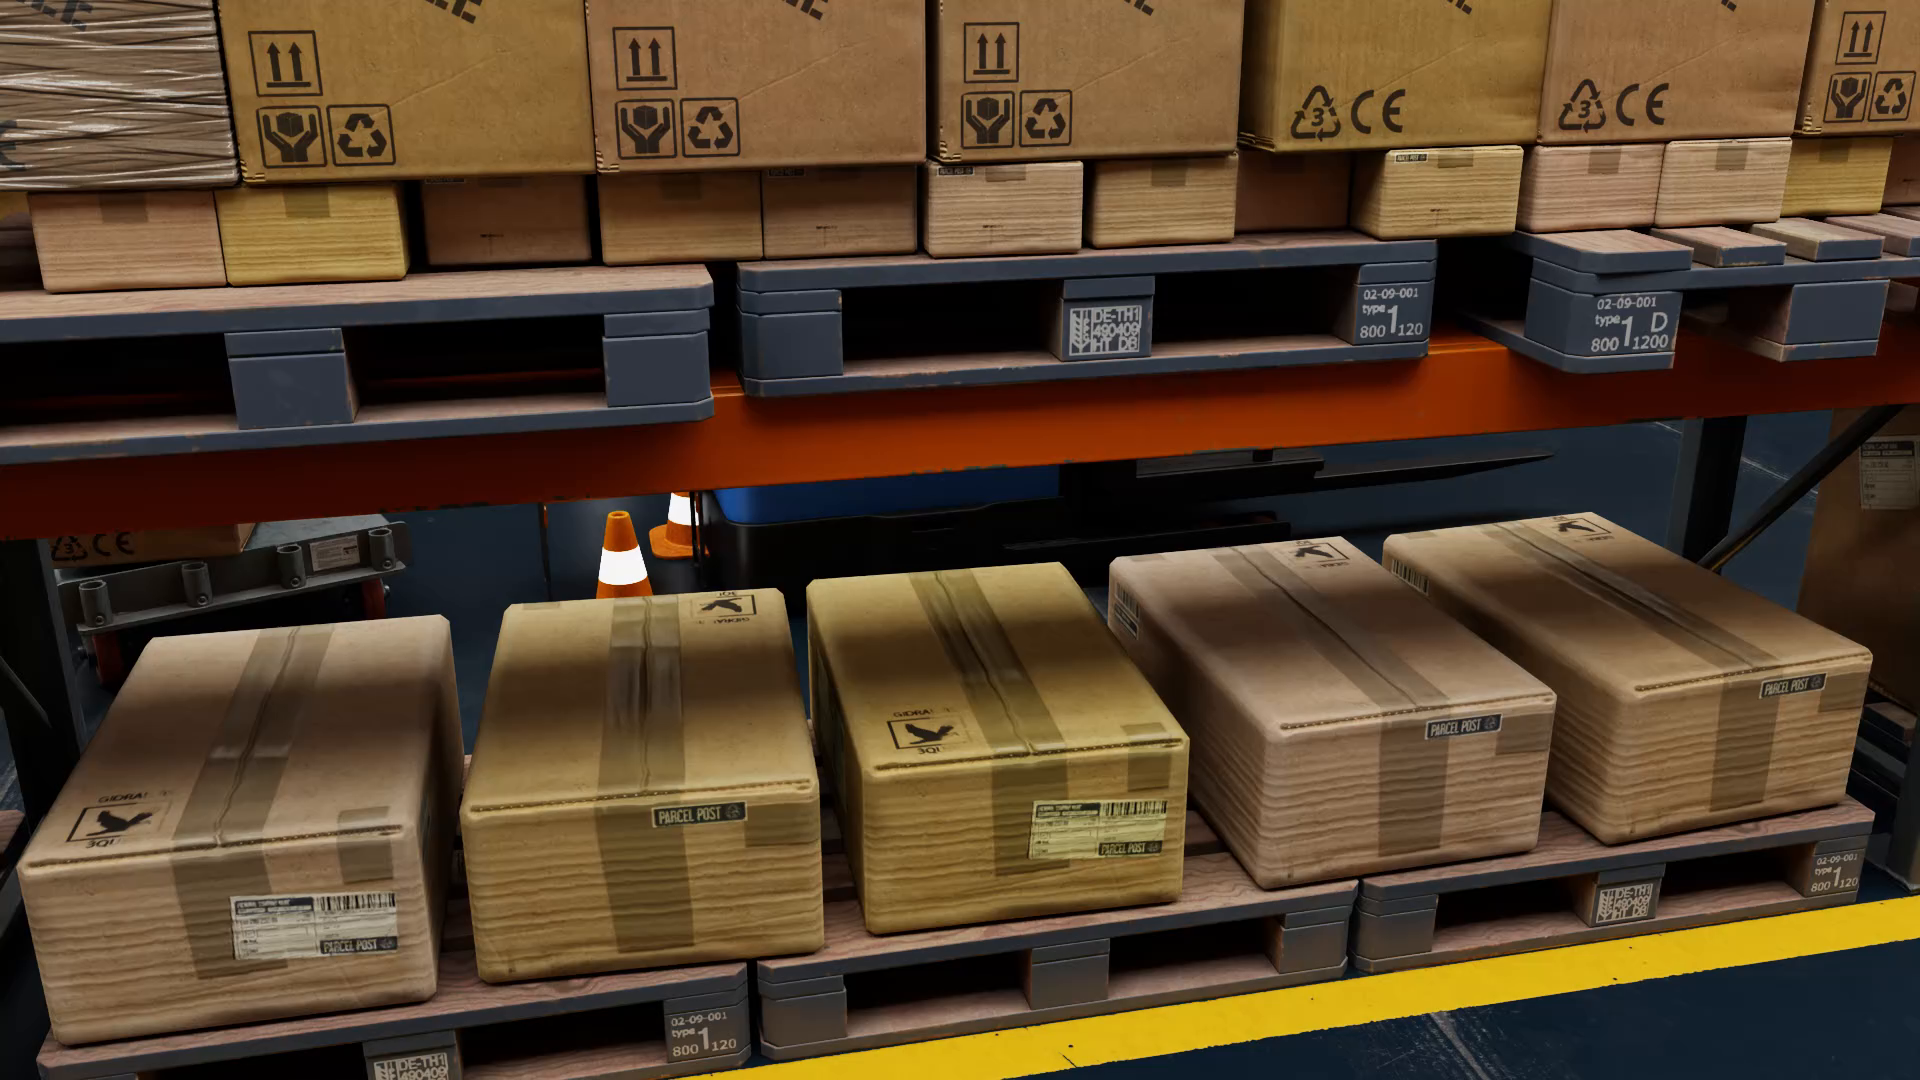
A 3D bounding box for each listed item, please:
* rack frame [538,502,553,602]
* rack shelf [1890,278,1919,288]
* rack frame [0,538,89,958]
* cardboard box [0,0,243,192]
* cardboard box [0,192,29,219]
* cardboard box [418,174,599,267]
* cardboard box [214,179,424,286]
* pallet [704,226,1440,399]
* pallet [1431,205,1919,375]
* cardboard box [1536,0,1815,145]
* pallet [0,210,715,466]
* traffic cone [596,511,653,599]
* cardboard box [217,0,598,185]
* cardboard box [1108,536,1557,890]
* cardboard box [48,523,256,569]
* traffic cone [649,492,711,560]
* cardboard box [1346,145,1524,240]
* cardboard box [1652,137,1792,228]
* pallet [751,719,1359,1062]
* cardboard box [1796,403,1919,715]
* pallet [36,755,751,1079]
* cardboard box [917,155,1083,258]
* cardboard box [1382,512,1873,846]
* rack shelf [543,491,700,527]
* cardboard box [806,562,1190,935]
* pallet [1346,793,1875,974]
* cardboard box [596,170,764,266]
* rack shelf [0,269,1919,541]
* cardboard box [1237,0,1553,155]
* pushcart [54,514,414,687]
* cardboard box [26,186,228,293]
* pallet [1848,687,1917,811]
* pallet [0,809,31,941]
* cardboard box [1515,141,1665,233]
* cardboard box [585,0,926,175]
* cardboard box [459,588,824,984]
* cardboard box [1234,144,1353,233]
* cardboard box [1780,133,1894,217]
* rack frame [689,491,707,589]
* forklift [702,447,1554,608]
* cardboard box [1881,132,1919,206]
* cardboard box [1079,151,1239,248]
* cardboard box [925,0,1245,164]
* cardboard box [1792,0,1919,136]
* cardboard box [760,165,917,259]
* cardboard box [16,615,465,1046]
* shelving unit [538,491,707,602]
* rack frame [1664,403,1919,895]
[{"bbox_3d":[-1.328,-0.400,5.162,0.015,1.200,0.240,-6,21,-15],"label":"rack frame"},{"bbox_3d":[3.992,-0.616,4.182,4.000,0.370,1.077,-5,21,-12],"label":"rack shelf"},{"bbox_3d":[-1.847,-0.479,2.762,0.127,3.000,1.000,-5,21,-12],"label":"rack frame"},{"bbox_3d":[-1.324,-0.804,2.461,0.500,0.500,0.500,-4,21,-11],"label":"cardboard box"},{"bbox_3d":[-3.712,-1.301,7.485,0.875,0.875,0.875,-4,21,-12],"label":"cardboard box"},{"bbox_3d":[-0.733,-0.561,2.741,0.250,0.149,0.380,-3,20,-9],"label":"cardboard box"},{"bbox_3d":[-0.991,-0.513,2.610,0.250,0.149,0.380,-4,21,-11],"label":"cardboard box"},{"bbox_3d":[0.129,-0.536,3.194,1.213,0.211,1.003,-5,21,-12],"label":"pallet"},{"bbox_3d":[1.377,-0.614,3.408,1.003,0.211,1.213,-5,21,-12],"label":"pallet"},{"bbox_3d":[1.167,-1.006,3.012,0.500,0.500,0.500,-5,21,-13],"label":"cardboard box"},{"bbox_3d":[-1.069,-0.401,2.828,1.213,0.211,1.003,-5,21,-12],"label":"pallet"},{"bbox_3d":[-0.962,0.145,4.746,0.334,0.463,0.336,-5,21,-12],"label":"traffic cone"},{"bbox_3d":[-0.837,-0.844,2.570,0.500,0.500,0.500,-5,21,-12],"label":"cardboard box"},{"bbox_3d":[0.778,0.343,3.727,0.625,0.372,0.950,-5,21,-14],"label":"cardboard box"},{"bbox_3d":[-2.285,-0.255,4.682,0.500,0.500,0.500,-5,21,-12],"label":"cardboard box"},{"bbox_3d":[-0.910,-0.213,5.722,0.334,0.463,0.336,-5,21,-12],"label":"traffic cone"},{"bbox_3d":[0.791,-0.646,2.973,0.250,0.149,0.380,-4,21,-12],"label":"cardboard box"},{"bbox_3d":[1.302,-0.690,3.092,0.250,0.149,0.380,-5,21,-13],"label":"cardboard box"},{"bbox_3d":[0.100,0.670,3.678,1.213,0.211,1.003,-5,21,-12],"label":"pallet"},{"bbox_3d":[2.737,-0.022,3.993,0.875,0.875,0.875,-5,21,-13],"label":"cardboard box"},{"bbox_3d":[-1.089,0.768,3.412,1.213,0.211,1.003,-5,21,-12],"label":"pallet"},{"bbox_3d":[0.039,-0.590,2.820,0.250,0.149,0.380,-4,20,-10],"label":"cardboard box"},{"bbox_3d":[1.494,0.282,3.893,0.625,0.372,0.950,-6,21,-16],"label":"cardboard box"},{"bbox_3d":[-1.093,-0.173,5.316,0.480,0.148,0.258,-6,21,-15],"label":"rack shelf"},{"bbox_3d":[0.038,0.401,3.568,0.625,0.372,0.950,-4,20,-11],"label":"cardboard box"},{"bbox_3d":[1.285,0.575,3.939,1.213,0.211,1.003,-5,21,-12],"label":"pallet"},{"bbox_3d":[-0.473,-0.568,2.758,0.250,0.149,0.380,-4,21,-12],"label":"cardboard box"},{"bbox_3d":[0.100,-0.300,3.318,4.000,0.370,1.077,-5,21,-12],"label":"rack shelf"},{"bbox_3d":[0.676,-0.966,2.902,0.500,0.500,0.500,-6,21,-16],"label":"cardboard box"},{"bbox_3d":[-2.420,-0.007,5.286,0.936,0.377,1.648,-13,24,-31],"label":"pushcart"},{"bbox_3d":[-1.236,-0.497,2.564,0.250,0.149,0.380,-4,21,-12],"label":"cardboard box"},{"bbox_3d":[2.831,0.476,4.208,1.213,0.211,1.003,-5,21,-12],"label":"pallet"},{"bbox_3d":[-2.492,0.895,3.065,1.213,0.211,1.003,-5,21,-12],"label":"pallet"},{"bbox_3d":[1.055,-0.673,3.045,0.250,0.149,0.380,-6,21,-15],"label":"cardboard box"},{"bbox_3d":[-0.353,-0.879,2.664,0.500,0.500,0.500,-5,21,-13],"label":"cardboard box"},{"bbox_3d":[-0.638,0.457,3.416,0.625,0.372,0.950,-3,20,-9],"label":"cardboard box"},{"bbox_3d":[0.517,-0.669,3.034,0.250,0.149,0.380,-4,21,-12],"label":"cardboard box"},{"bbox_3d":[1.537,-0.725,3.188,0.250,0.149,0.380,-4,21,-12],"label":"cardboard box"},{"bbox_3d":[-0.859,-0.446,5.288,0.015,1.200,0.240,-6,21,-15],"label":"rack frame"},{"bbox_3d":[0.603,-1.438,5.478,3.031,2.935,1.130,-6,21,-15],"label":"forklift"},{"bbox_3d":[1.781,-0.770,3.312,0.250,0.149,0.380,-4,20,-10],"label":"cardboard box"},{"bbox_3d":[0.292,-0.621,2.905,0.250,0.149,0.380,-5,21,-14],"label":"cardboard box"},{"bbox_3d":[0.145,-0.923,2.785,0.500,0.500,0.500,-6,21,-15],"label":"cardboard box"},{"bbox_3d":[1.668,-1.051,3.134,0.500,0.500,0.500,-5,21,-14],"label":"cardboard box"},{"bbox_3d":[-0.232,-0.587,2.810,0.250,0.149,0.380,-4,21,-12],"label":"cardboard box"},{"bbox_3d":[-1.337,0.515,3.258,0.625,0.372,0.950,-4,21,-12],"label":"cardboard box"},{"bbox_3d":[-1.093,-0.423,5.225,0.503,1.200,0.258,-6,21,-15],"label":"shelving unit"},{"bbox_3d":[2.046,-0.796,3.627,0.127,3.000,1.000,-5,21,-12],"label":"rack frame"}]
